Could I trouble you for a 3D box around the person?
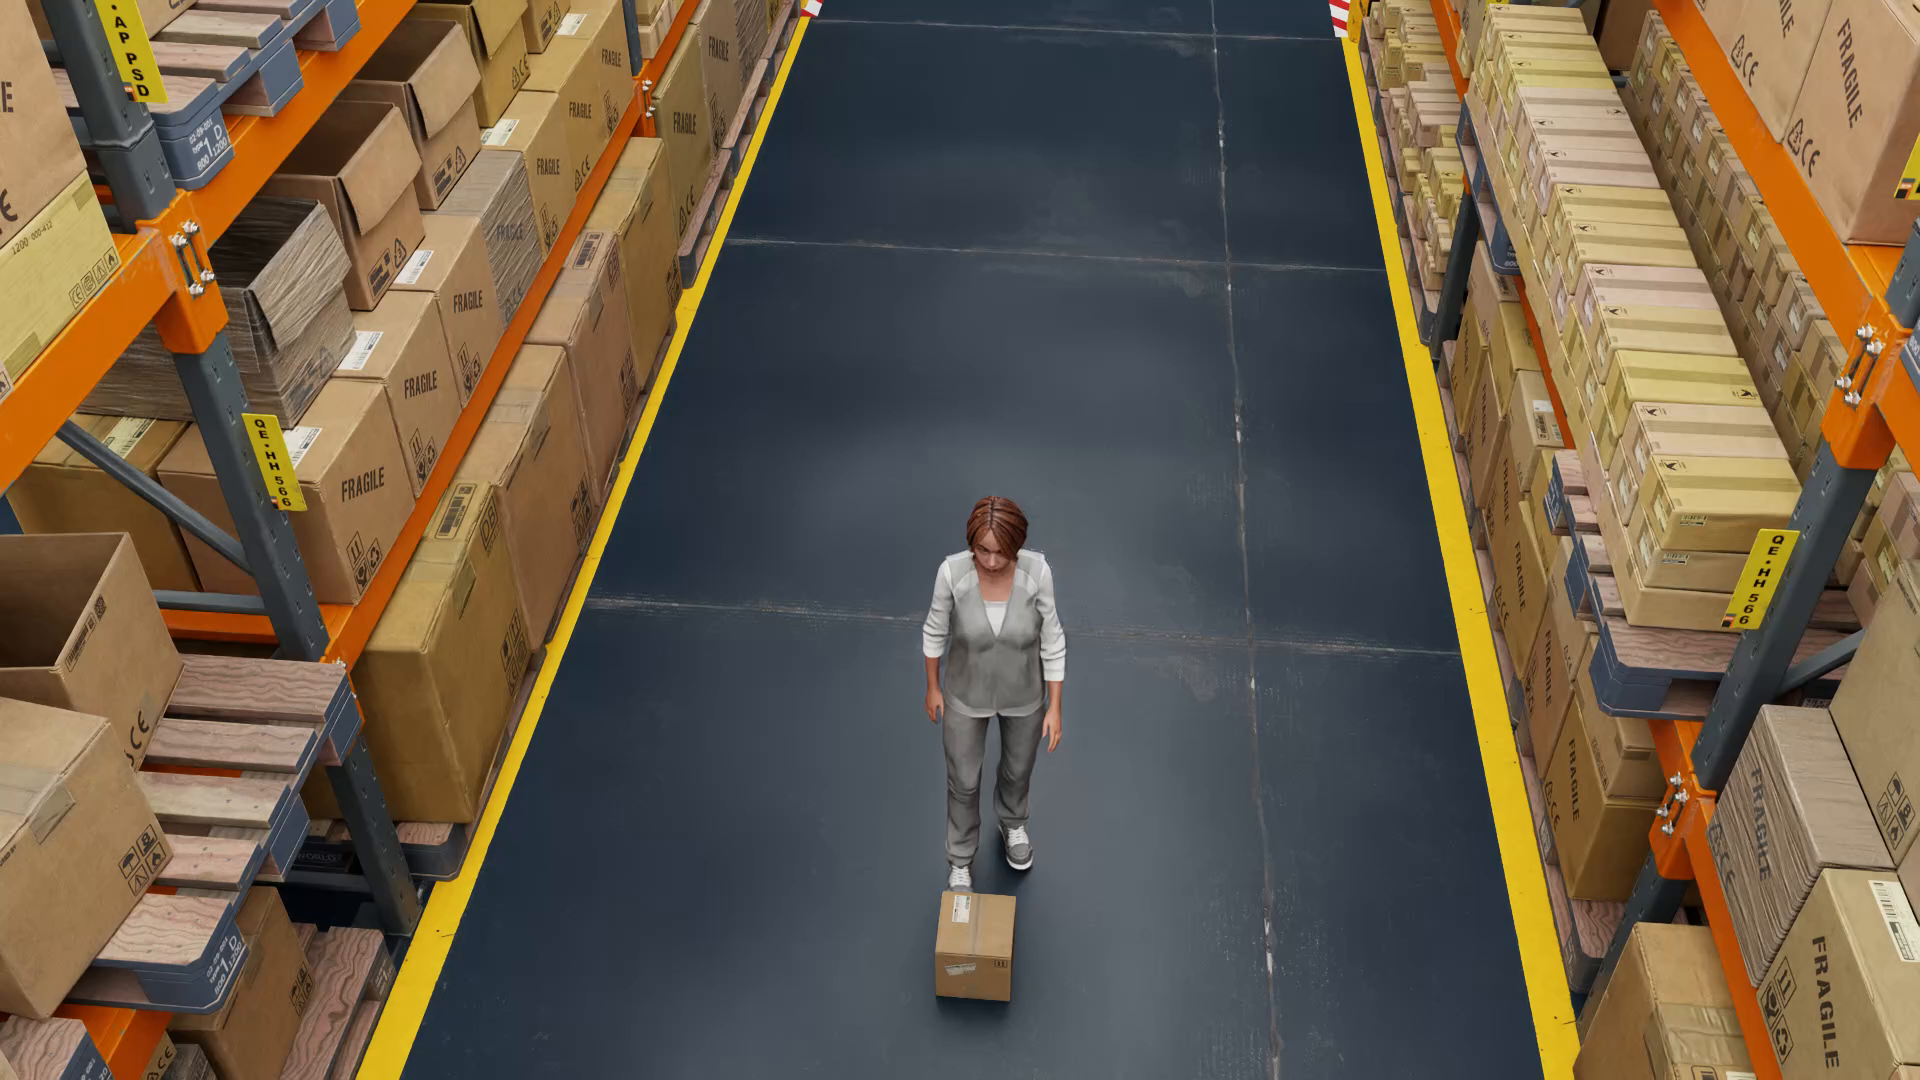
[{"bbox_3d":[0.111,0.565,5.501,0.450,1.615,0.436,-2,41,-3],"label":"person"}]
